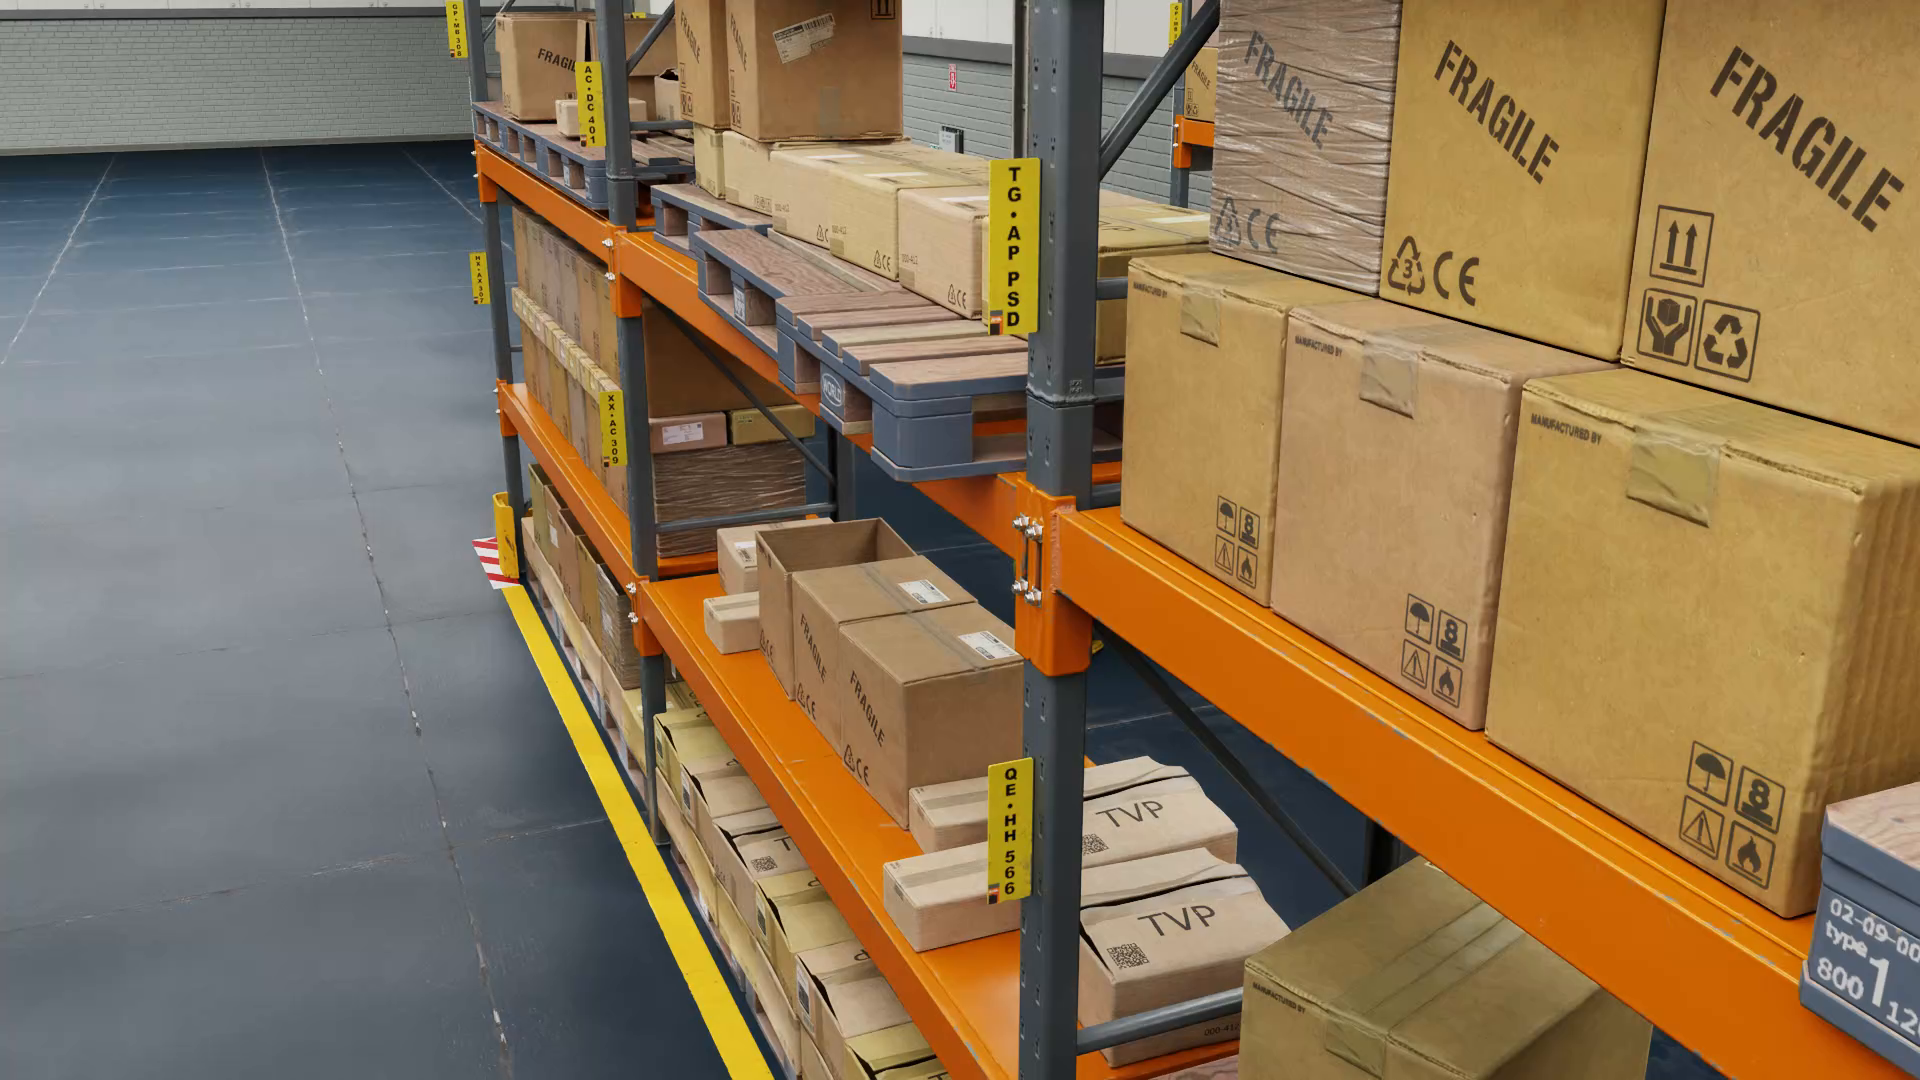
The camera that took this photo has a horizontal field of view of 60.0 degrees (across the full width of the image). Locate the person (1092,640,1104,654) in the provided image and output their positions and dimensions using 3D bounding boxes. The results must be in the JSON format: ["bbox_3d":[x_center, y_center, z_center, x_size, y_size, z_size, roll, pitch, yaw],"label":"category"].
[{"bbox_3d":[0.797,0.172,9.851,0.976,0.915,0.509,-9,21,-24],"label":"person"}]
